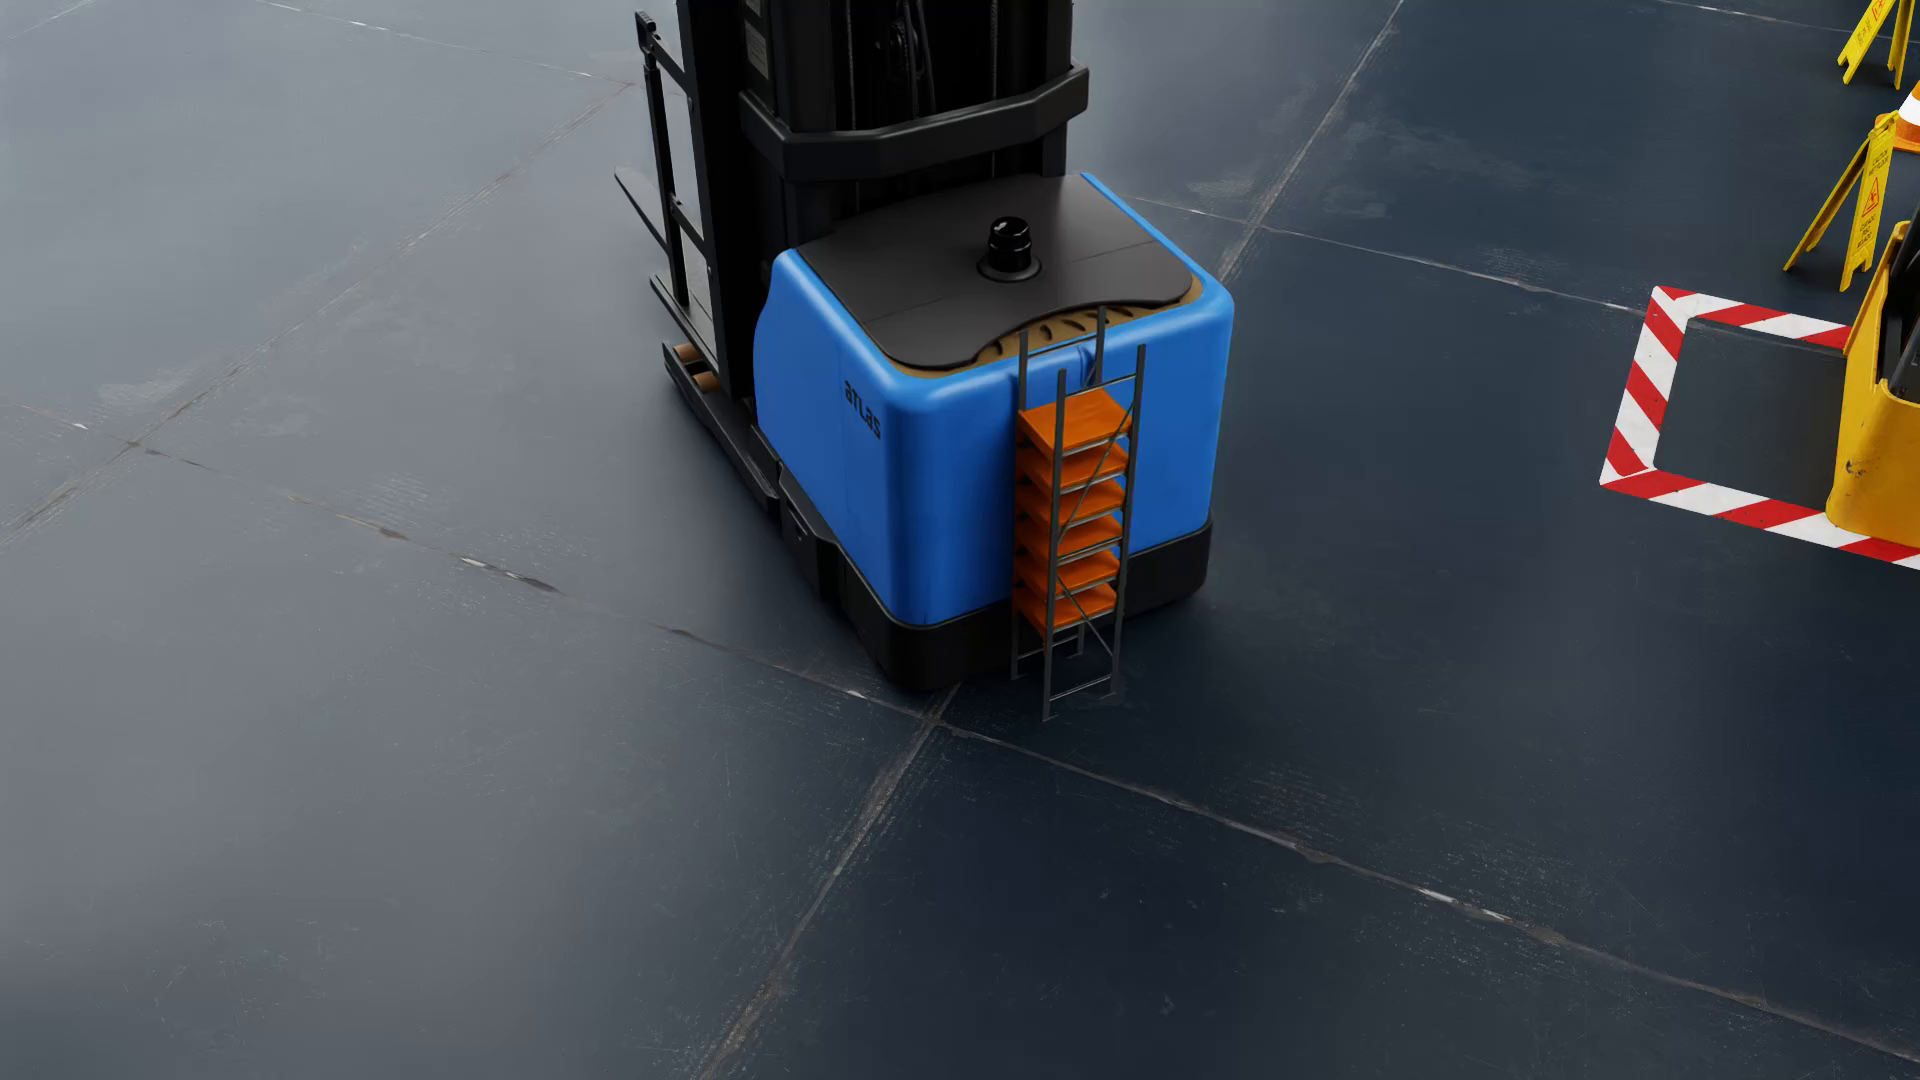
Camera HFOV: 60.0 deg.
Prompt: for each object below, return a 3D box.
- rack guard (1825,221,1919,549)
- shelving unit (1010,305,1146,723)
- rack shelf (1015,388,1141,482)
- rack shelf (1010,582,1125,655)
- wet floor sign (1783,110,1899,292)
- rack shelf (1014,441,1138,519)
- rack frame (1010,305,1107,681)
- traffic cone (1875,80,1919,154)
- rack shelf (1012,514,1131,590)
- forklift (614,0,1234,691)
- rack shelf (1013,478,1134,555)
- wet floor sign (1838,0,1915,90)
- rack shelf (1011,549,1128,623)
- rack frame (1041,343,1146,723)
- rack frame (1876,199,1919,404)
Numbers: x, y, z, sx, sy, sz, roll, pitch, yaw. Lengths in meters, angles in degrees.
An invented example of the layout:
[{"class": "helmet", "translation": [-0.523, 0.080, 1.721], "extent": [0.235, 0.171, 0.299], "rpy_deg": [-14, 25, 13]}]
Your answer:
[{"class": "rack guard", "translation": [3.161, -0.536, 5.487], "extent": [0.348, 0.500, 1.175], "rpy_deg": [17, 44, 19]}, {"class": "shelving unit", "translation": [0.294, -0.031, 4.370], "extent": [0.258, 1.200, 0.189], "rpy_deg": [-19, 44, -20]}, {"class": "rack shelf", "translation": [0.294, -0.270, 4.164], "extent": [0.258, 0.103, 0.180], "rpy_deg": [-19, 44, -20]}, {"class": "rack shelf", "translation": [0.294, 0.183, 4.557], "extent": [0.258, 0.103, 0.180], "rpy_deg": [-19, 44, -20]}, {"class": "wet floor sign", "translation": [3.373, -1.300, 6.257], "extent": [0.267, 0.644, 0.232], "rpy_deg": [-33, 51, -32]}, {"class": "rack shelf", "translation": [0.294, -0.179, 4.242], "extent": [0.258, 0.103, 0.180], "rpy_deg": [-19, 44, -20]}, {"class": "rack frame", "translation": [0.252, -0.085, 4.432], "extent": [0.240, 1.200, 0.006], "rpy_deg": [-19, 44, -20]}, {"class": "traffic cone", "translation": [4.189, -1.943, 7.138], "extent": [0.334, 0.463, 0.336], "rpy_deg": [17, 44, 19]}, {"class": "rack shelf", "translation": [0.294, 0.002, 4.399], "extent": [0.258, 0.103, 0.180], "rpy_deg": [-19, 44, -20]}, {"class": "forklift", "translation": [-0.383, -1.645, 4.910], "extent": [1.130, 2.935, 3.031], "rpy_deg": [-19, 44, -20]}, {"class": "rack shelf", "translation": [0.294, -0.089, 4.321], "extent": [0.258, 0.103, 0.180], "rpy_deg": [-19, 44, -20]}, {"class": "wet floor sign", "translation": [4.230, -2.411, 7.539], "extent": [0.232, 0.644, 0.267], "rpy_deg": [10, 42, 11]}, {"class": "rack shelf", "translation": [0.294, 0.093, 4.478], "extent": [0.258, 0.103, 0.180], "rpy_deg": [-19, 44, -20]}, {"class": "rack frame", "translation": [0.336, 0.022, 4.309], "extent": [0.240, 1.200, 0.006], "rpy_deg": [-19, 44, -20]}, {"class": "rack frame", "translation": [3.093, -1.502, 4.693], "extent": [0.127, 3.000, 1.000], "rpy_deg": [17, 44, 19]}]
